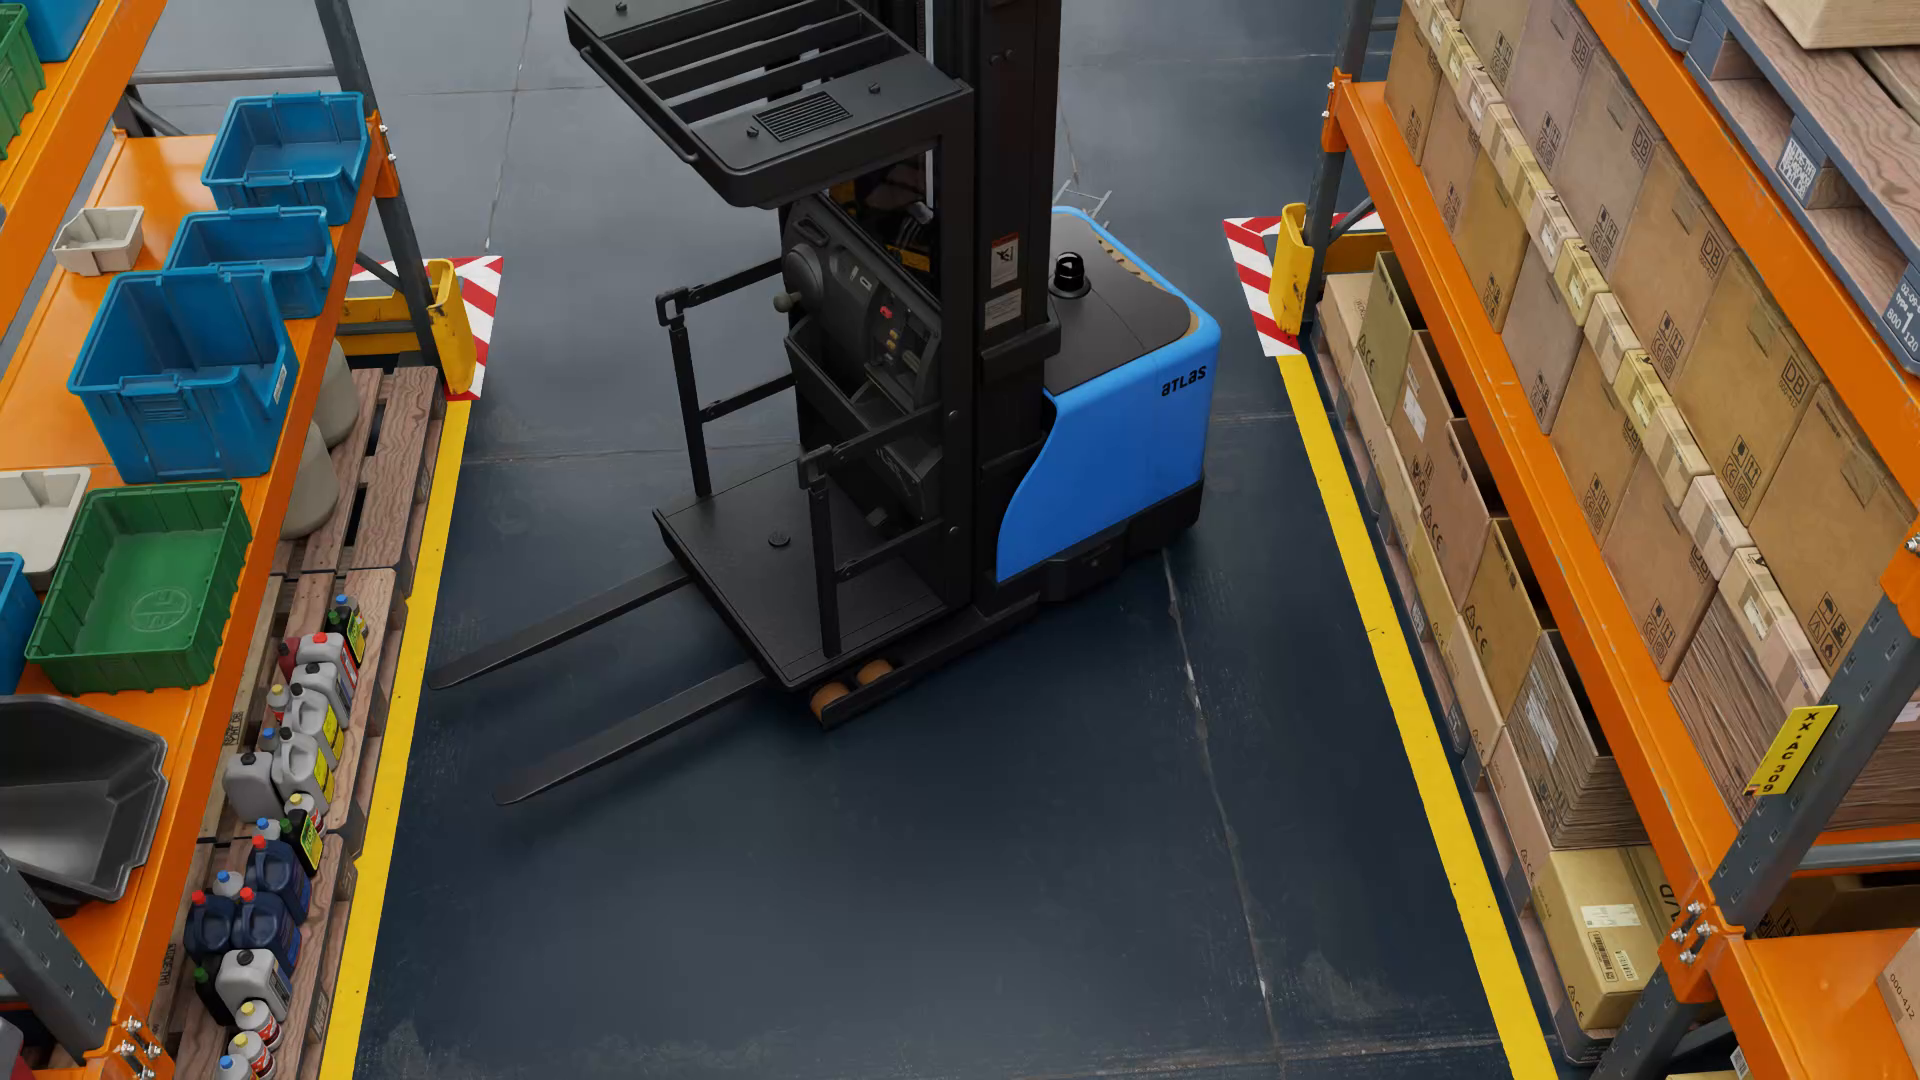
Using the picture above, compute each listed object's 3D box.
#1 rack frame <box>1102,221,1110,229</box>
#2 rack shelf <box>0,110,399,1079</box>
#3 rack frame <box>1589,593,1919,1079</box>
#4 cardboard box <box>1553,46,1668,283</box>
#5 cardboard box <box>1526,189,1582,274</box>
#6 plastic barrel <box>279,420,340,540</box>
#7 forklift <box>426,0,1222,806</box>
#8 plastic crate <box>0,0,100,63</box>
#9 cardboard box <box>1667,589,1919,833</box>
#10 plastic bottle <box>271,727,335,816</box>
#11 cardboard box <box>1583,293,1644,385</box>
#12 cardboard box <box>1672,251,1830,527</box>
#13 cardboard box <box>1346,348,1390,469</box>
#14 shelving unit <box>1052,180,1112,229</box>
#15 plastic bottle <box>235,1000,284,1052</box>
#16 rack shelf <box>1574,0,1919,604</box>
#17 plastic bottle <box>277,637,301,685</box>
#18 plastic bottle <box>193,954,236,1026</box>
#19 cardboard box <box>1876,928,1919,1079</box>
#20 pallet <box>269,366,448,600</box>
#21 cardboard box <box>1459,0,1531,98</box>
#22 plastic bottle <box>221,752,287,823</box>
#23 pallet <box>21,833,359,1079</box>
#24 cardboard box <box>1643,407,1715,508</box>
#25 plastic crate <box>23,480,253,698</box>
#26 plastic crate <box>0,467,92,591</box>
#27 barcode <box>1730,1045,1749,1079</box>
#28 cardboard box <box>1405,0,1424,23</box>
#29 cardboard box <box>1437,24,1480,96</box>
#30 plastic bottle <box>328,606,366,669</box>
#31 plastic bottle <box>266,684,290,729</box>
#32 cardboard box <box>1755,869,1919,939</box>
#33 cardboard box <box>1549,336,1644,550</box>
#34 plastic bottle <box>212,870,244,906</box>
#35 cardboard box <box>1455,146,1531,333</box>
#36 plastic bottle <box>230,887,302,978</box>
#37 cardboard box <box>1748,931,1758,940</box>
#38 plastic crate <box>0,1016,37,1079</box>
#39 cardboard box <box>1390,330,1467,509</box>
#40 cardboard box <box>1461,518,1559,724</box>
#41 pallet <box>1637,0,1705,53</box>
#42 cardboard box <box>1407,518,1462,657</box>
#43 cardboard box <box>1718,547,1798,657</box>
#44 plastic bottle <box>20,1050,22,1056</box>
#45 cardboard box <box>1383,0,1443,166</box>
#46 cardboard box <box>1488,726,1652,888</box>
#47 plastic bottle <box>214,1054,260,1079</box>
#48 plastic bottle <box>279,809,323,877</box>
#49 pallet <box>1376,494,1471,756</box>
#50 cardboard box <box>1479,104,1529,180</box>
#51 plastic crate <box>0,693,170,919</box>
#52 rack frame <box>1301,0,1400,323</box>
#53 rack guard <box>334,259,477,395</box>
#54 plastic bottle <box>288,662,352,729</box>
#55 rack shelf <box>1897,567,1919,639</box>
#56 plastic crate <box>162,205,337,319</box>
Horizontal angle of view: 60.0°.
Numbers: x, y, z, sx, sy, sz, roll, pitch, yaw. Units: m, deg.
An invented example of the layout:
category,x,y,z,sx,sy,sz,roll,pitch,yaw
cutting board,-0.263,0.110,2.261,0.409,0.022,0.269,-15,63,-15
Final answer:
category,x,y,z,sx,sy,sz,roll,pitch,yaw
rack frame,0.396,-1.248,8.061,0.240,0.006,1.200,19,49,17
rack shelf,-2.695,-0.137,5.446,1.077,0.370,4.000,-3,47,-3
rack frame,2.412,0.764,4.097,0.949,2.616,0.053,-3,47,-3
cardboard box,2.239,-1.126,4.925,0.700,0.500,0.500,-3,47,-3
cardboard box,2.020,-0.978,5.231,0.380,0.149,0.250,-3,47,-3
plastic barrel,-2.690,-0.286,6.516,0.421,0.512,0.421,0,47,0
forklift,-0.517,-0.755,5.583,3.031,2.935,1.130,-26,52,-23
plastic crate,-2.403,-1.496,4.183,0.392,0.384,0.575,-3,47,-3
cardboard box,2.365,0.409,4.364,0.700,0.500,0.500,-5,47,-4
plastic bottle,-2.233,0.769,5.614,0.144,0.351,0.185,-4,47,-4
cardboard box,2.067,-0.596,4.869,0.380,0.149,0.250,-2,47,-2
cardboard box,2.321,-0.403,4.239,0.700,0.500,0.500,-4,47,-3
cardboard box,1.942,-0.566,6.961,0.500,0.250,0.500,-3,47,-3
shelving unit,0.396,-1.310,7.994,0.258,0.189,1.200,19,49,17
plastic bottle,-2.135,1.469,5.054,0.097,0.201,0.097,0,47,0
rack shelf,2.241,-1.467,4.639,1.077,0.370,4.000,-3,47,-3
plastic bottle,-2.384,0.444,5.968,0.061,0.283,0.133,-3,47,-3
plastic bottle,-2.278,1.363,5.098,0.061,0.283,0.133,-3,47,-3
cardboard box,2.493,1.169,3.816,0.500,0.250,0.500,-1,47,-1
pallet,-2.747,-0.232,6.961,1.003,0.211,1.213,-3,47,-3
cardboard box,2.154,-1.853,5.613,0.700,0.500,0.500,-5,47,-4
plastic bottle,-2.379,0.822,5.615,0.152,0.276,0.135,-3,47,-3
pallet,-2.543,1.533,5.289,1.003,0.211,1.213,-3,47,-3
cardboard box,2.106,-0.235,4.528,0.380,0.149,0.250,-4,47,-3
plastic crate,-2.360,0.136,4.838,0.450,0.188,0.662,-3,47,-3
plastic crate,-2.916,-0.006,5.008,0.530,0.136,0.437,-3,47,-3
barcode,2.015,1.352,4.297,0.001,0.075,0.075,-3,47,-3
cardboard box,1.892,-2.090,6.285,0.380,0.149,0.250,-4,47,-4
cardboard box,1.936,-1.719,5.933,0.380,0.149,0.250,-3,47,-3
plastic bottle,-2.244,0.337,6.069,0.061,0.283,0.133,-2,47,-2
plastic bottle,-2.390,0.587,5.889,0.097,0.201,0.097,0,47,0
cardboard box,2.681,0.953,5.006,0.500,0.500,0.500,-3,47,-3
cardboard box,2.276,-0.335,5.069,0.700,0.500,0.500,-3,47,-3
plastic bottle,-2.315,1.143,5.315,0.097,0.271,0.097,0,47,0
cardboard box,2.184,-1.086,5.781,0.700,0.500,0.500,-3,47,-3
plastic bottle,-2.182,1.213,5.193,0.144,0.351,0.185,-2,47,-2
cardboard box,2.672,1.211,5.278,0.500,0.250,0.500,-3,47,-3
plastic crate,-2.183,1.372,3.477,0.402,0.464,0.583,-3,47,-3
cardboard box,1.995,-0.463,6.347,0.500,0.500,0.500,-3,47,-3
cardboard box,2.076,0.261,5.661,0.500,0.500,0.500,-3,47,-3
pallet,2.212,-1.733,4.457,1.003,0.211,1.213,-3,47,-3
cardboard box,2.021,0.158,6.275,0.500,0.250,0.500,-3,47,-3
cardboard box,2.153,0.144,4.169,0.380,0.149,0.250,-4,47,-4
plastic bottle,-2.897,1.517,4.951,0.061,0.283,0.133,-1,47,-1
cardboard box,2.100,-1.826,6.481,0.700,0.500,0.500,-3,47,-3
cardboard box,2.120,0.881,5.591,0.500,0.250,0.500,-3,47,-3
plastic bottle,-2.118,1.592,4.889,0.097,0.271,0.097,0,47,0
plastic bottle,-2.170,0.977,5.463,0.061,0.283,0.133,-2,47,-2
pallet,2.278,0.260,6.495,1.003,0.211,1.213,-3,47,-3
cardboard box,1.980,-1.344,5.577,0.380,0.149,0.250,-5,47,-5
plastic crate,-2.445,0.697,4.203,0.767,0.338,0.504,-3,47,-3
rack frame,2.073,-2.130,6.838,1.000,3.000,0.127,-3,47,-3
rack guard,-2.810,-0.920,7.413,1.175,0.500,0.348,-3,47,-3
plastic bottle,-2.267,0.540,5.882,0.152,0.276,0.135,-5,47,-4
rack shelf,2.576,1.427,1.899,1.077,0.370,4.000,-3,47,-3
plastic crate,-2.474,-0.966,5.838,0.499,0.251,0.408,-3,47,-3
